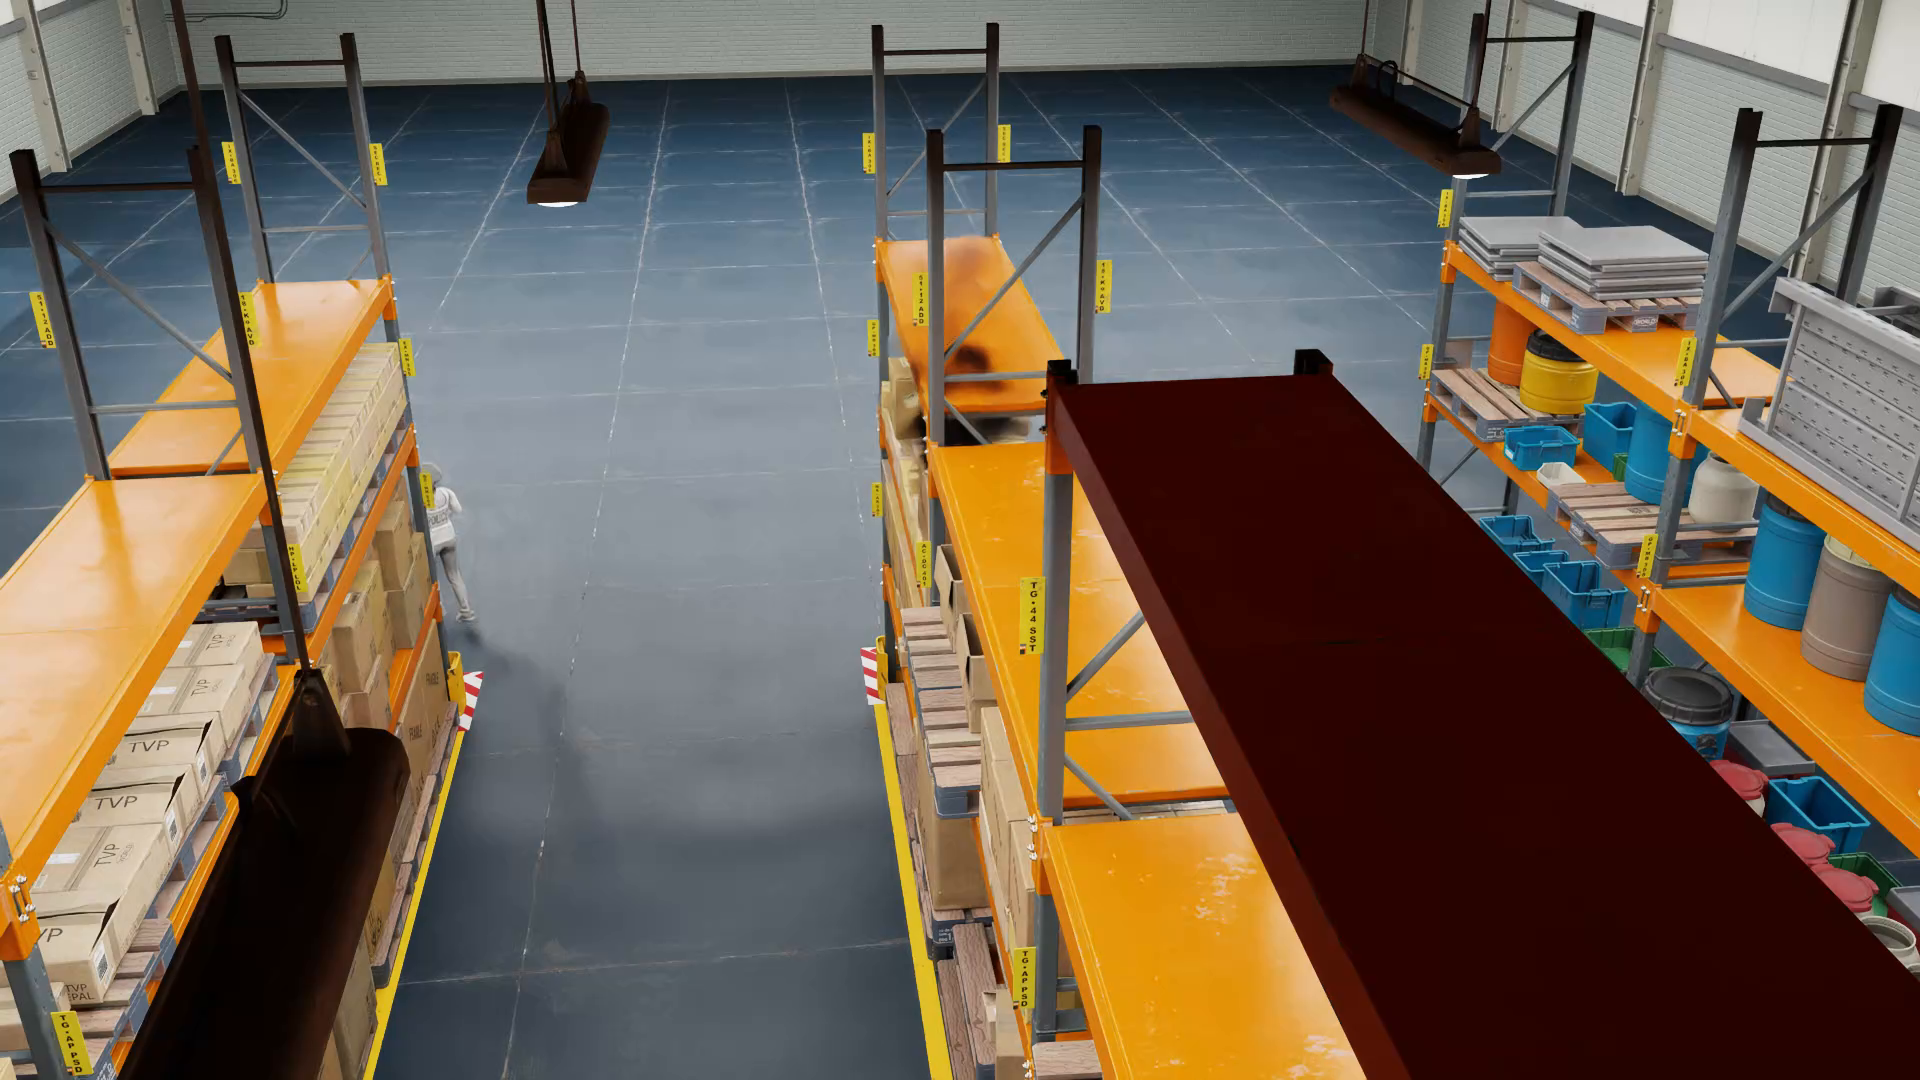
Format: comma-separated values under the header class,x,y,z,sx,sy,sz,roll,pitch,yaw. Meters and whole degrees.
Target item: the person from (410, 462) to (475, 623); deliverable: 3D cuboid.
class,x,y,z,sx,sy,sz,roll,pitch,yaw
person,-5.140,0.060,16.398,0.608,1.756,0.734,-22,33,-38
